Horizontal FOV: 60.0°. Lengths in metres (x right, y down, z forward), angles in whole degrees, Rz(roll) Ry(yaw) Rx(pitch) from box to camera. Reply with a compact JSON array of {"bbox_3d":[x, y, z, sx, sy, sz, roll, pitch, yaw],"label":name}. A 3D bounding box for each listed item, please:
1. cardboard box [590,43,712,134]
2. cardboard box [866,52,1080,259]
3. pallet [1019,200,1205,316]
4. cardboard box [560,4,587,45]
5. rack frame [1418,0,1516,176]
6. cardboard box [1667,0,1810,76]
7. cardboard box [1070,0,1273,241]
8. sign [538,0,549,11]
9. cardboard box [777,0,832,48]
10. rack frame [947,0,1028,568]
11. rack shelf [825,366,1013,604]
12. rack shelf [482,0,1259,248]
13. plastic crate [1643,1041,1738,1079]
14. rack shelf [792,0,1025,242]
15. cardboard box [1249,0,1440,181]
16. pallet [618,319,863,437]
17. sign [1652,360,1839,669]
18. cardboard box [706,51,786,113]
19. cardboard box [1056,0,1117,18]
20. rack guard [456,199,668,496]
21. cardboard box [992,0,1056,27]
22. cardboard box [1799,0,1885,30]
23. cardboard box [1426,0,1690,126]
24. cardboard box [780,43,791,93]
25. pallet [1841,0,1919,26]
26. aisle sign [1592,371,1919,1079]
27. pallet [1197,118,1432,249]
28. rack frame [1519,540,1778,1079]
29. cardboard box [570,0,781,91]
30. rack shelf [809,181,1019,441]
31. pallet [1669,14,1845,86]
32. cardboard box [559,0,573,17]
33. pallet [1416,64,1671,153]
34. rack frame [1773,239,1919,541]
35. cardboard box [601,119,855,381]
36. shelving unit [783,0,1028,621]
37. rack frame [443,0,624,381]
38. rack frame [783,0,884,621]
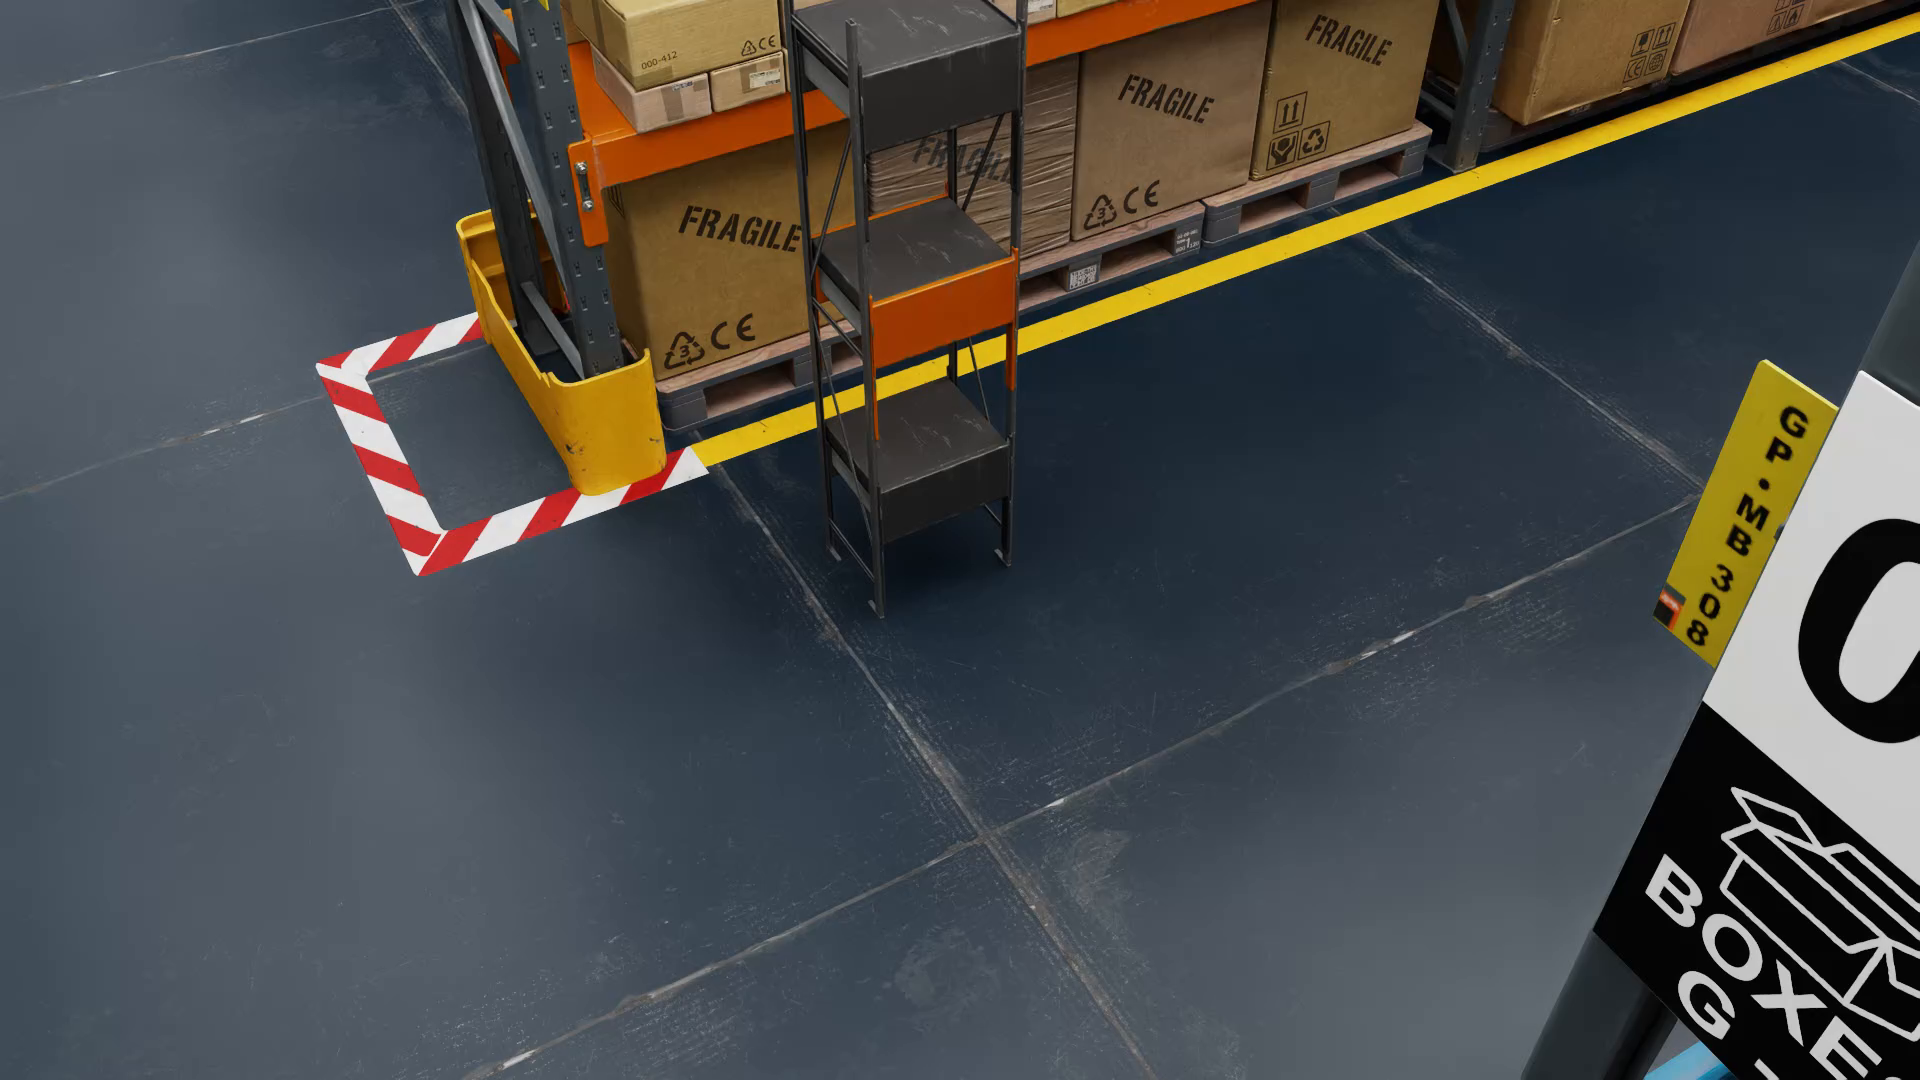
[{"bbox_3d":[-0.985,-1.470,5.292,0.250,0.149,0.380,-21,48,-21],"label":"cardboard box"},{"bbox_3d":[-0.153,-1.611,6.480,0.875,0.875,0.875,-22,48,-21],"label":"cardboard box"},{"bbox_3d":[0.254,-1.381,7.021,1.213,0.211,1.003,-22,48,-21],"label":"pallet"},{"bbox_3d":[-1.312,-1.869,5.702,0.250,0.149,0.380,-21,48,-20],"label":"cardboard box"},{"bbox_3d":[2.011,-3.024,6.713,0.127,3.000,1.000,-22,48,-21],"label":"rack frame"},{"bbox_3d":[3.331,-2.957,7.867,0.875,0.875,1.225,-23,49,-22],"label":"cardboard box"},{"bbox_3d":[0.619,-1.920,6.798,0.875,0.875,0.875,-22,48,-21],"label":"cardboard box"},{"bbox_3d":[-1.186,-1.638,4.606,0.005,0.325,0.100,-22,48,-21],"label":"sign"},{"bbox_3d":[-0.459,-1.877,5.425,0.500,0.250,0.500,-22,48,-21],"label":"cardboard box"},{"bbox_3d":[0.068,-0.781,5.047,0.015,2.100,0.400,-22,48,-21],"label":"rack frame"},{"bbox_3d":[-0.144,-0.184,5.457,0.480,0.518,0.431,-22,48,-21],"label":"rack shelf"},{"bbox_3d":[0.277,-2.072,6.248,4.000,0.370,1.077,-22,48,-21],"label":"rack shelf"},{"bbox_3d":[1.208,1.091,2.403,0.499,0.435,0.616,-22,48,-21],"label":"plastic crate"},{"bbox_3d":[-0.144,-1.189,4.482,0.480,0.518,0.431,-22,48,-21],"label":"rack shelf"},{"bbox_3d":[1.399,-2.232,7.120,0.875,0.875,0.875,-22,48,-21],"label":"cardboard box"},{"bbox_3d":[-0.803,-0.961,6.588,1.213,0.211,1.003,-22,48,-21],"label":"pallet"},{"bbox_3d":[0.722,-0.011,1.529,0.005,0.325,0.100,-22,48,-21],"label":"sign"},{"bbox_3d":[-0.763,-1.560,5.384,0.250,0.149,0.380,-22,48,-22],"label":"cardboard box"},{"bbox_3d":[0.348,-2.005,5.842,0.250,0.149,0.380,-23,49,-22],"label":"cardboard box"},{"bbox_3d":[-1.478,-0.731,6.144,0.348,0.500,1.175,-22,48,-21],"label":"rack guard"},{"bbox_3d":[0.129,-1.918,5.753,0.250,0.149,0.380,-22,48,-21],"label":"cardboard box"},{"bbox_3d":[4.094,-3.269,8.189,0.875,0.875,1.225,-22,48,-21],"label":"cardboard box"},{"bbox_3d":[2.556,-2.647,7.548,0.875,0.875,1.225,-22,48,-21],"label":"cardboard box"},{"bbox_3d":[-0.541,-1.649,5.476,0.250,0.149,0.380,-23,49,-22],"label":"cardboard box"},{"bbox_3d":[4.759,-3.183,8.879,1.213,0.211,1.003,-22,48,-21],"label":"pallet"},{"bbox_3d":[0.802,0.269,1.452,0.004,0.787,0.394,-22,48,-21],"label":"aisle sign"},{"bbox_3d":[1.313,-1.807,7.461,1.213,0.211,1.003,-22,48,-21],"label":"pallet"},{"bbox_3d":[1.011,1.354,2.201,0.127,3.000,1.000,-22,48,-21],"label":"rack frame"},{"bbox_3d":[-0.906,-1.693,5.235,0.500,0.250,0.500,-23,49,-22],"label":"cardboard box"},{"bbox_3d":[-0.144,-0.686,4.969,0.480,0.518,0.431,-22,48,-21],"label":"rack shelf"},{"bbox_3d":[3.702,-2.763,8.445,1.213,0.211,1.003,-22,48,-21],"label":"pallet"},{"bbox_3d":[-1.169,-2.018,5.570,0.500,0.250,0.500,-23,48,-22],"label":"cardboard box"},{"bbox_3d":[2.643,-2.337,8.006,1.213,0.211,1.003,-22,48,-21],"label":"pallet"},{"bbox_3d":[1.011,-0.799,0.111,0.127,3.000,1.000,-22,48,-21],"label":"rack frame"},{"bbox_3d":[-0.942,-1.295,6.155,0.875,0.875,0.875,-22,48,-21],"label":"cardboard box"},{"bbox_3d":[-0.144,-0.696,4.960,0.503,2.100,0.431,-22,48,-21],"label":"shelving unit"},{"bbox_3d":[-1.457,-1.637,5.283,0.127,3.000,1.000,-22,48,-21],"label":"rack frame"},{"bbox_3d":[-0.355,-0.611,4.872,0.015,2.100,0.400,-22,48,-21],"label":"rack frame"}]
